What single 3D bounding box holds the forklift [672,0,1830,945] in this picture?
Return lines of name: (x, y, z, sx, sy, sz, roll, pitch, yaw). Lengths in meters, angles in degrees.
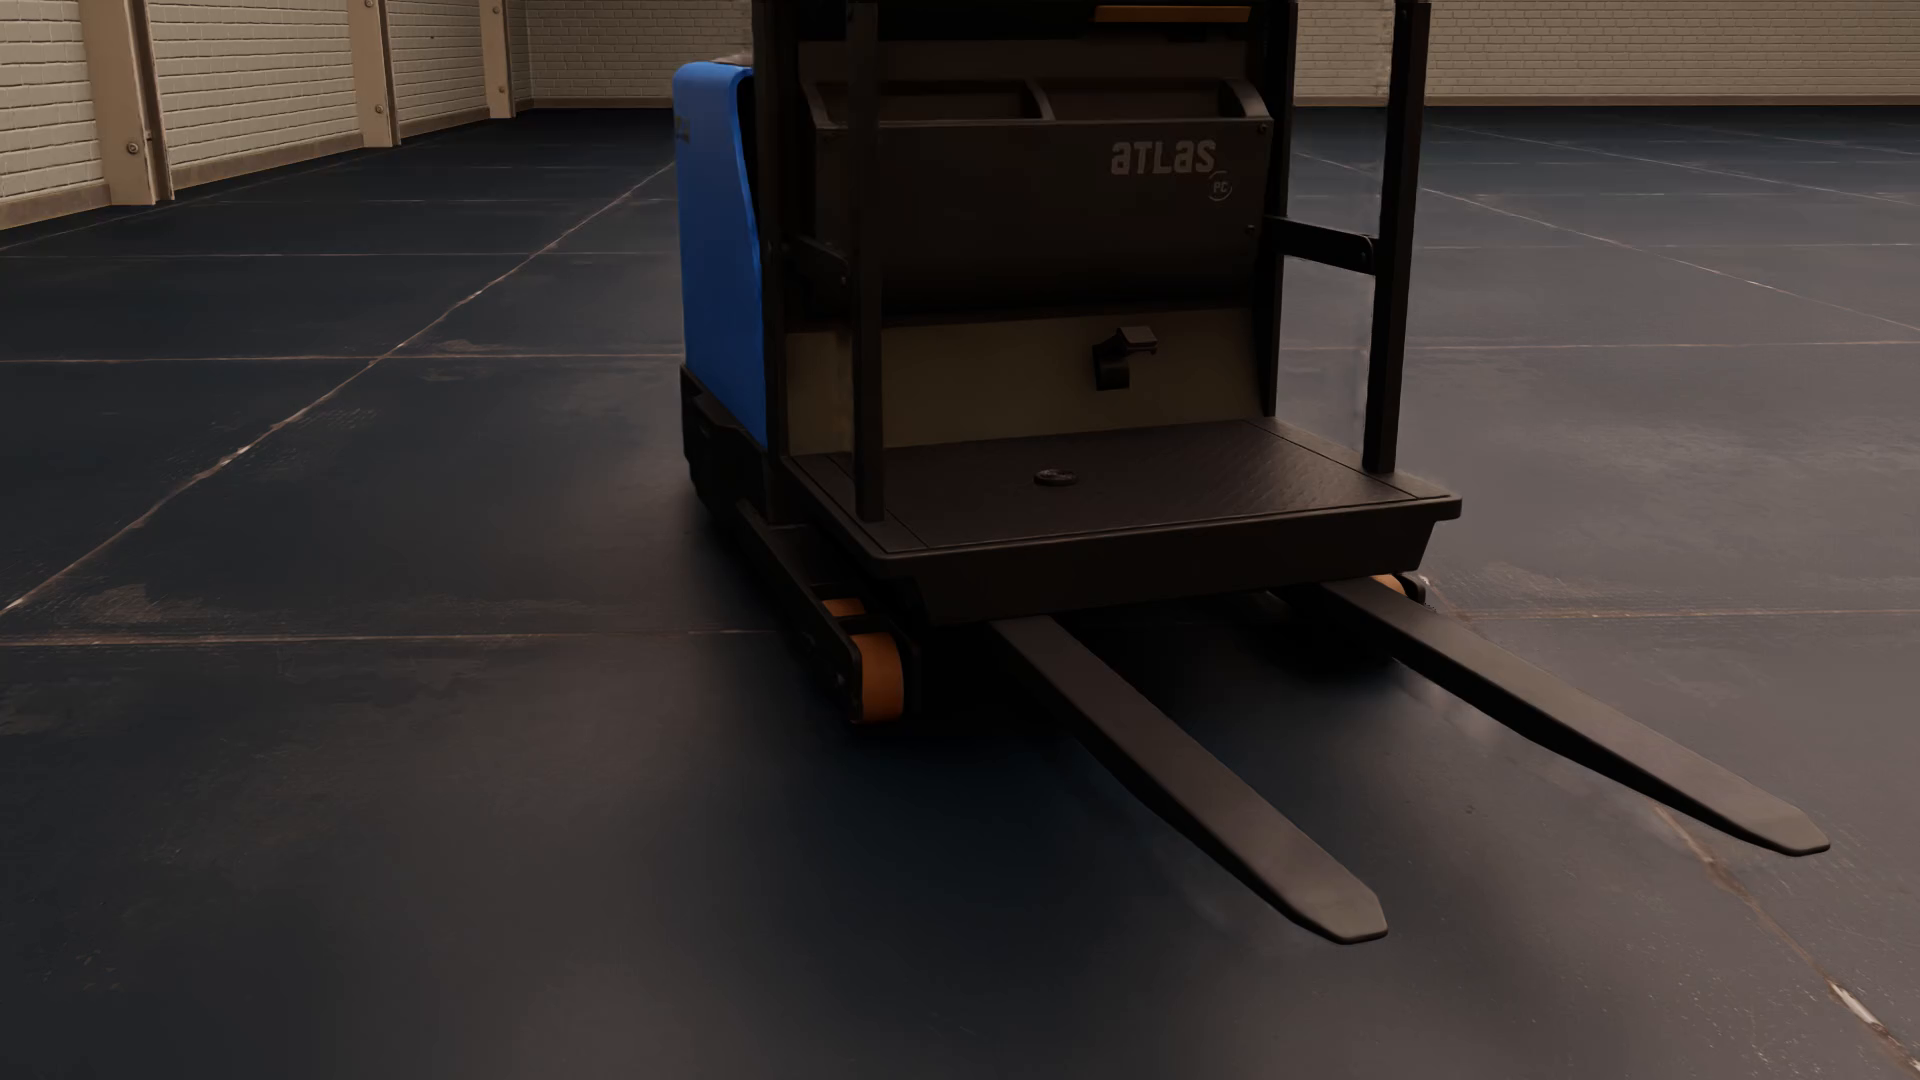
forklift: (0.228, -1.213, 2.873, 1.130, 2.935, 3.031, -6, 18, -18)
